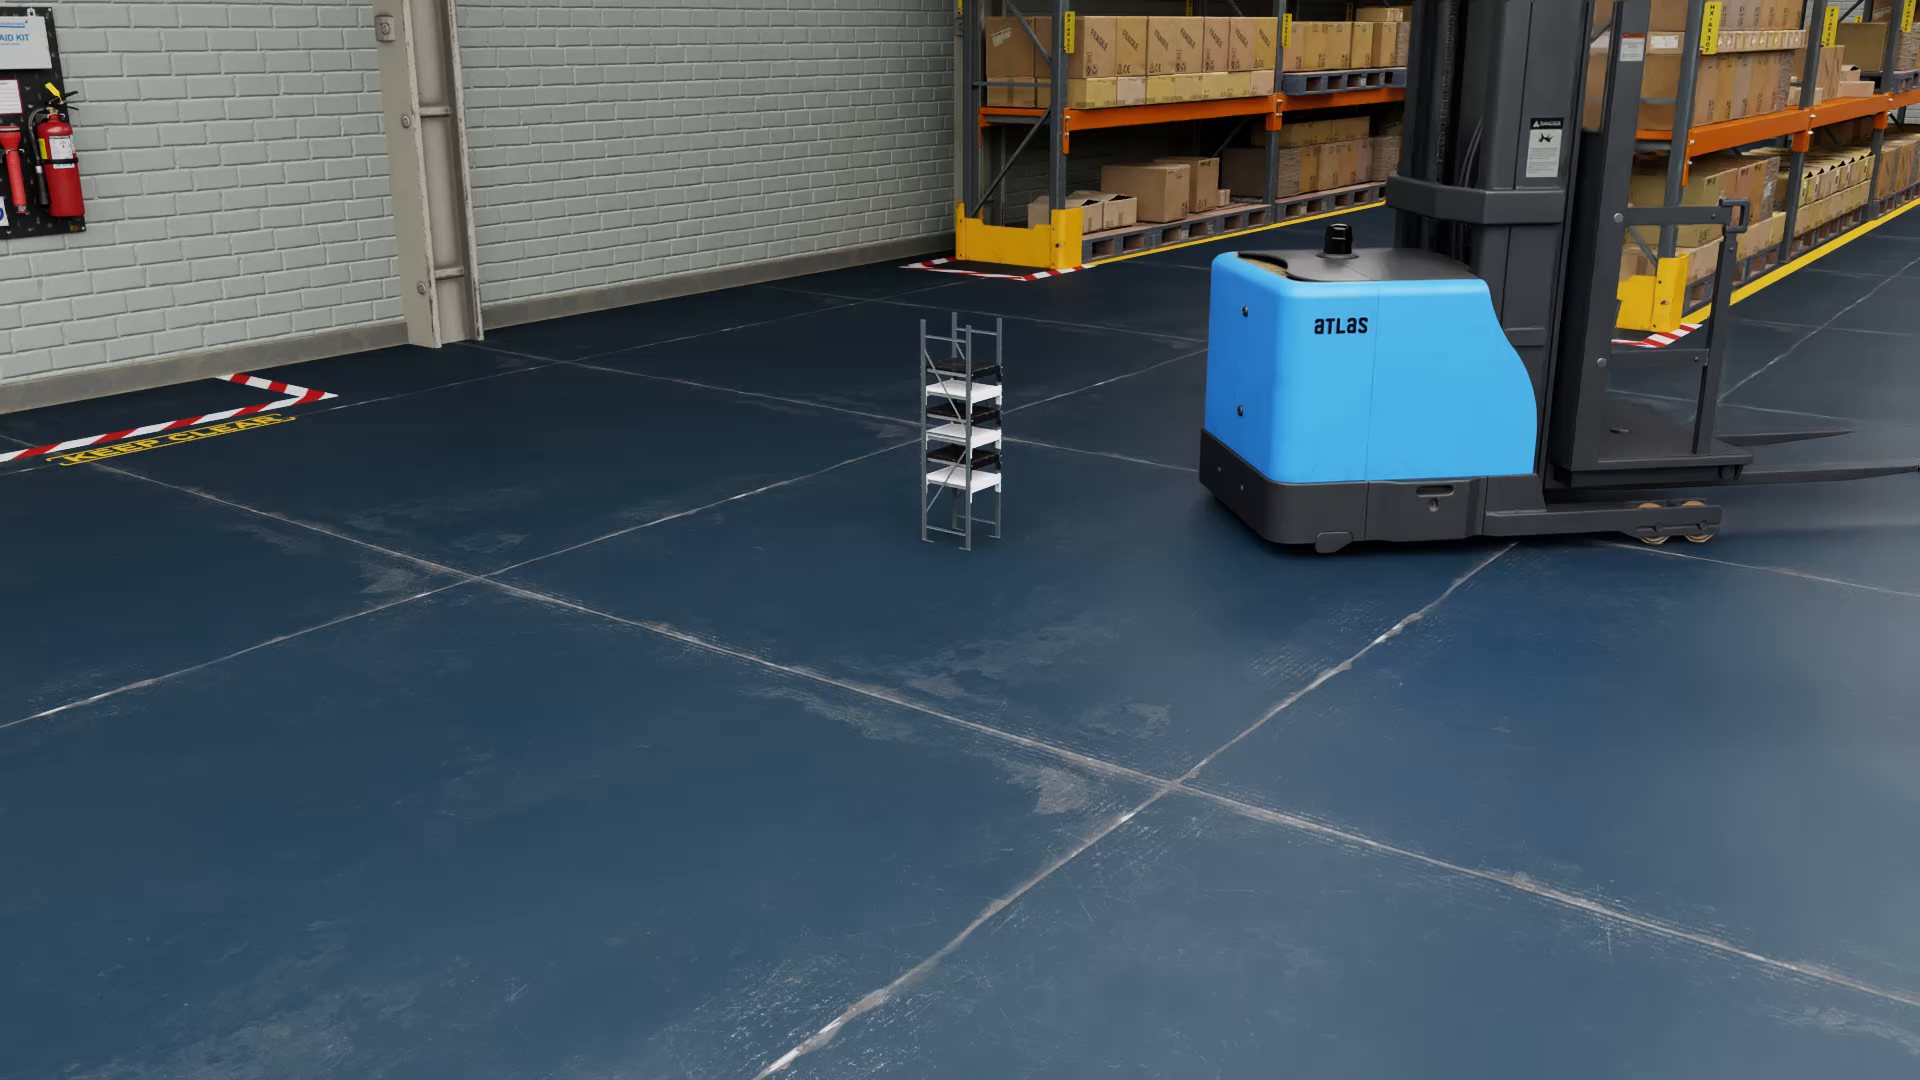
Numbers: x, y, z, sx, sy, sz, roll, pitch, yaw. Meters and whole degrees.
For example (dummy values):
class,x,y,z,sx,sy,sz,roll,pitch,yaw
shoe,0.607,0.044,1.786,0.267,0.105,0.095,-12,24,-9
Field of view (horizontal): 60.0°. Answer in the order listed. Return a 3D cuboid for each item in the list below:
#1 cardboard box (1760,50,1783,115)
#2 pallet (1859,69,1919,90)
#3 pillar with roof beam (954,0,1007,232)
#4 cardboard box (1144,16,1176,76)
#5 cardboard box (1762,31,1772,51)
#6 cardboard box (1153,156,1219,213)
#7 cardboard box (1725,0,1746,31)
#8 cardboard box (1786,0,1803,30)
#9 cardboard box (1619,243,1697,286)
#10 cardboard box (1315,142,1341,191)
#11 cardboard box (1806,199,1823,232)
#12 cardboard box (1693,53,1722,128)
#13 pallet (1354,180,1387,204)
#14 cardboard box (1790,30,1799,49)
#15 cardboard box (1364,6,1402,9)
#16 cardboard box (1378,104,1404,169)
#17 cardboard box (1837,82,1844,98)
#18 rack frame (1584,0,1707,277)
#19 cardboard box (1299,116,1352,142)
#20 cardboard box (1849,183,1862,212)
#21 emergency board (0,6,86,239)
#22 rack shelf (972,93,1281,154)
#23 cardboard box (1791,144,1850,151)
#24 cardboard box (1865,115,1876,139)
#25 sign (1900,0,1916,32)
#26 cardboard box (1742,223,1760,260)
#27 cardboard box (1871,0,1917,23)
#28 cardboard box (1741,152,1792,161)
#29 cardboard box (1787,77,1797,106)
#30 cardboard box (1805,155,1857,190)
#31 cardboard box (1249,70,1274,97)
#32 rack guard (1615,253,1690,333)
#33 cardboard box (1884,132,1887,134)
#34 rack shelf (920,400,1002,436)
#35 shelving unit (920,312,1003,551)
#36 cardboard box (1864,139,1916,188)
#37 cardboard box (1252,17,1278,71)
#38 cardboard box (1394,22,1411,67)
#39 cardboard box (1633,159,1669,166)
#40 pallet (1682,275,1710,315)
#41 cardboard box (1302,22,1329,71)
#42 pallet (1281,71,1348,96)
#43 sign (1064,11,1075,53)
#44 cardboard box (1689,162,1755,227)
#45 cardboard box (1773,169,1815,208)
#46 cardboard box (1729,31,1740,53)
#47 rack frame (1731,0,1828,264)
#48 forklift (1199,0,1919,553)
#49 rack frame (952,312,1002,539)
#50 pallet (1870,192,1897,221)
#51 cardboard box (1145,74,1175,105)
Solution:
class,x,y,z,sx,sy,sz,roll,pitch,yaw
cardboard box,6.255,-3.746,13.582,0.700,0.500,0.500,12,21,34
pallet,10.362,-5.257,18.939,1.003,0.211,1.213,12,21,35
pillar with roof beam,3.639,-6.278,11.786,9.100,9.000,0.400,12,21,35
cardboard box,1.601,-4.449,14.966,0.500,0.500,0.500,12,21,33
cardboard box,6.076,-3.885,12.934,0.380,0.149,0.250,13,22,36
cardboard box,2.257,-3.569,16.651,0.500,0.500,0.500,11,20,31
cardboard box,5.369,-4.015,12.258,0.700,0.500,0.500,13,21,35
cardboard box,6.564,-4.493,13.798,0.700,0.500,0.500,13,21,35
cardboard box,4.938,-1.955,11.911,0.500,0.250,0.500,12,21,35
cardboard box,3.872,-4.248,18.837,0.700,0.500,0.500,13,21,35
cardboard box,7.568,-2.994,15.254,0.500,0.250,0.500,13,22,36
cardboard box,5.038,-3.262,12.022,0.700,0.500,0.500,13,22,36
pallet,4.759,-4.242,20.048,1.003,0.211,1.213,12,21,35
cardboard box,6.685,-4.129,13.719,0.380,0.149,0.250,12,21,34
cardboard box,5.288,-6.471,20.555,0.500,0.250,0.500,13,22,36
cardboard box,5.770,-5.085,20.978,0.750,0.750,0.750,12,21,34
cardboard box,8.492,-4.451,16.444,0.380,0.149,0.250,14,22,39
rack frame,4.440,-2.980,11.281,1.000,3.000,0.127,12,21,35
cardboard box,4.147,-4.705,19.046,0.500,0.250,0.500,12,21,34
cardboard box,8.785,-3.481,16.822,0.500,0.250,0.500,12,21,34
emergency board,-4.896,-2.163,8.650,0.194,1.169,0.643,12,21,35
rack shelf,1.651,-3.987,15.737,1.077,0.370,4.000,12,21,35
cardboard box,9.576,-4.166,18.573,0.500,0.500,0.500,13,22,37
cardboard box,10.510,-4.902,19.679,0.500,0.250,0.500,12,21,35
sign,9.655,-5.341,16.932,0.100,0.325,0.005,12,21,35
cardboard box,6.131,-2.432,13.444,0.500,0.250,0.500,12,21,35
cardboard box,11.684,-6.529,20.857,0.500,0.500,0.500,13,21,35
cardboard box,8.047,-3.720,16.647,0.500,0.311,0.500,12,21,33
cardboard box,7.082,-3.986,14.773,0.500,0.250,0.500,14,22,38
cardboard box,8.485,-3.627,16.349,0.500,0.311,0.500,12,21,34
cardboard box,2.804,-4.578,16.648,0.500,0.250,0.500,12,21,35
rack guard,4.426,-1.780,11.633,1.175,0.500,0.348,12,21,35
cardboard box,11.106,-4.782,20.558,0.500,0.500,0.500,11,21,32
rack shelf,0.005,-0.486,6.600,0.258,0.077,0.200,12,21,35
shelving unit,0.005,-0.432,6.617,0.258,0.900,0.210,12,21,35
cardboard box,10.625,-4.329,19.098,0.500,0.500,0.500,12,21,33
cardboard box,2.810,-4.936,16.534,0.500,0.500,0.500,12,21,35
cardboard box,4.954,-5.904,19.786,0.700,0.500,0.500,10,20,28
cardboard box,5.404,-2.765,13.254,0.500,0.500,0.500,12,21,35
pallet,4.862,-1.838,12.305,1.003,0.211,1.213,12,21,35
cardboard box,3.512,-5.312,17.880,0.700,0.500,0.500,15,23,40
pallet,3.415,-4.871,17.696,1.003,0.211,1.213,12,21,35
sign,0.895,-4.172,13.660,0.100,0.325,0.005,12,21,35
cardboard box,5.834,-2.670,12.949,0.500,0.500,0.500,12,21,35
cardboard box,7.270,-3.142,14.786,0.500,0.311,0.500,13,21,35
cardboard box,5.461,-3.639,12.141,0.380,0.149,0.250,12,21,33
rack frame,6.824,-3.932,14.349,1.000,3.000,0.127,12,21,35
forklift,2.618,-1.532,6.736,3.031,2.935,1.130,-3,17,-8
rack frame,0.065,-0.456,6.695,0.240,0.900,0.006,12,21,35
pallet,9.682,-3.724,18.381,1.003,0.211,1.213,12,21,35
cardboard box,1.612,-4.099,15.103,0.500,0.250,0.500,12,21,34
